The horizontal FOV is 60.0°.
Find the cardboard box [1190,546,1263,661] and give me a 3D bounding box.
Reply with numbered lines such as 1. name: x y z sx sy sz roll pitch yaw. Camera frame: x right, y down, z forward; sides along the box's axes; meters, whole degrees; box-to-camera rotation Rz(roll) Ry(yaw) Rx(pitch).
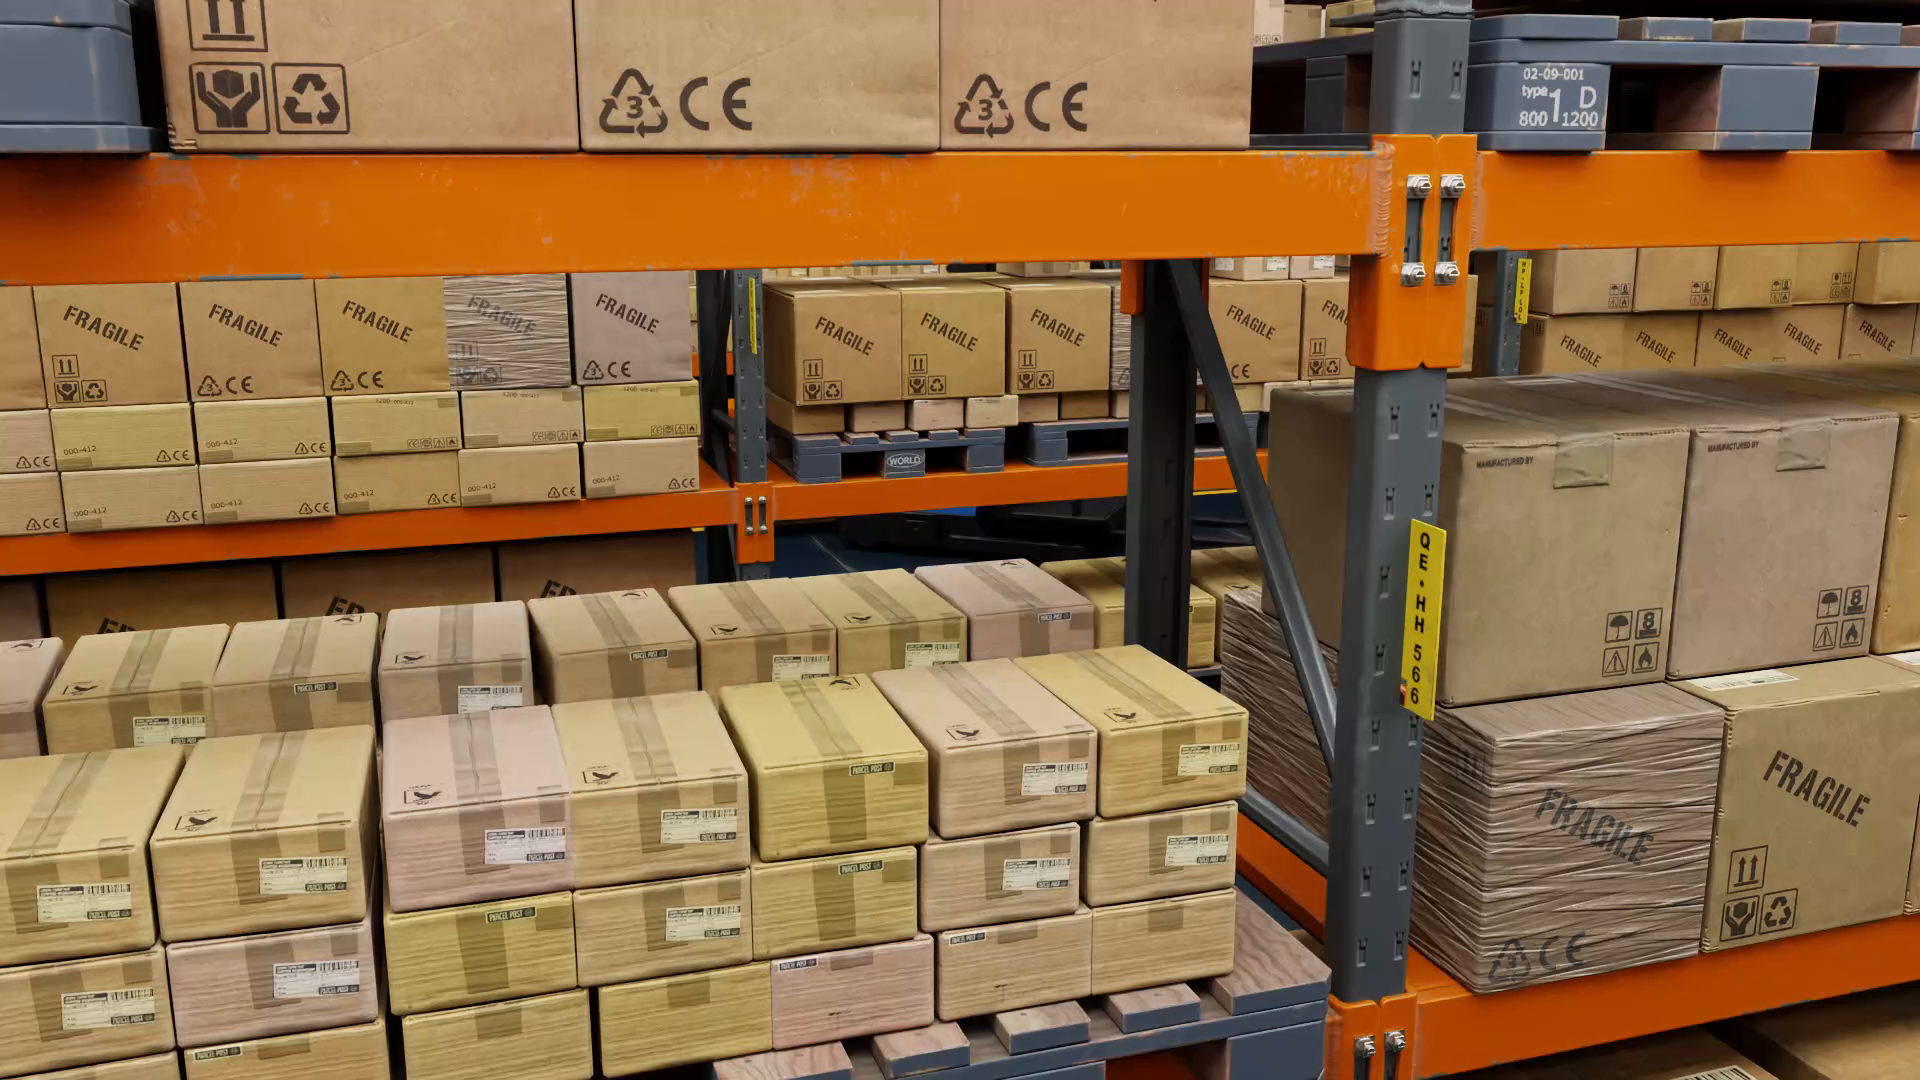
1. cardboard box: 1.526 0.333 9.031 0.625 0.372 0.950 -4 14 -15

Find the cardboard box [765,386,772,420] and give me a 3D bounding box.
1. cardboard box: -0.853 -0.697 8.225 0.250 0.149 0.380 -4 14 -16

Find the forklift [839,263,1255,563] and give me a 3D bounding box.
1. forklift: 0.706 -1.365 11.548 3.031 2.935 1.130 5 14 19

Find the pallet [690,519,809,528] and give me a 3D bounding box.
1. pallet: -1.882 -0.323 13.043 1.213 0.211 1.003 -4 14 -18

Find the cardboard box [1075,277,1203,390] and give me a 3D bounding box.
1. cardboard box: 0.881 -1.035 8.244 0.500 0.500 0.500 -5 14 -20

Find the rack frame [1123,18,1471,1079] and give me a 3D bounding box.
1. rack frame: 0.586 0.539 3.393 0.127 3.000 1.000 -4 14 -18

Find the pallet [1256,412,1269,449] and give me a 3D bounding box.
1. pallet: 1.932 -0.716 9.086 1.213 0.211 1.003 -4 14 -18

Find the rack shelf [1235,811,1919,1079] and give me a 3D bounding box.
1. rack shelf: 2.482 0.742 4.097 4.000 0.370 1.077 -4 14 -18

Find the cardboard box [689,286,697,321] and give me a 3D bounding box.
1. cardboard box: -2.168 -1.771 12.350 0.500 0.250 0.500 -4 14 -18

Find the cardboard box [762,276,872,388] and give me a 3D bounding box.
1. cardboard box: -0.746 -1.031 8.228 0.500 0.500 0.500 -5 14 -20

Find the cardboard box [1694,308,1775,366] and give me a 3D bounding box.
1. cardboard box: 4.157 -1.075 9.321 0.500 0.500 0.500 -5 14 -19

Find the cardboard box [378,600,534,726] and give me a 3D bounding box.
1. cardboard box: -0.908 0.237 3.014 0.250 0.149 0.380 -4 14 -15

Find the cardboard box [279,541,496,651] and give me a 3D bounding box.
1. cardboard box: -2.616 0.388 7.712 0.875 0.875 0.875 -4 14 -17

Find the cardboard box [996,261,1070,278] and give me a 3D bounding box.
1. cardboard box: 0.372 -1.435 8.524 0.250 0.149 0.380 -5 14 -21

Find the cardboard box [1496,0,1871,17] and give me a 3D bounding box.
1. cardboard box: 1.342 -1.135 3.018 0.500 0.311 0.500 -4 14 -18

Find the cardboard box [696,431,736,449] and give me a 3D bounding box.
1. cardboard box: -2.079 -0.719 12.908 0.625 0.625 0.875 -4 14 -16

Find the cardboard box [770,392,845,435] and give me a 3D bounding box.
1. cardboard box: -0.721 -0.604 7.835 0.250 0.149 0.380 -5 14 -21

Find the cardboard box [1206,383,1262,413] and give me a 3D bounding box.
1. cardboard box: 1.332 -0.745 8.430 0.250 0.149 0.380 -4 14 -18

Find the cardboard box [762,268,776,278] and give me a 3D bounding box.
1. cardboard box: -1.547 -2.017 12.522 0.250 0.149 0.380 -4 14 -17

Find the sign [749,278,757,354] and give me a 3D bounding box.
1. sign: -0.908 -0.981 7.281 0.005 0.325 0.100 -4 14 -18

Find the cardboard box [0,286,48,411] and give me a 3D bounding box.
1. cardboard box: -3.897 -0.792 6.612 0.500 0.500 0.500 -5 14 -18

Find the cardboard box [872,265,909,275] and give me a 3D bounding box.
1. cardboard box: -0.565 -2.075 12.767 0.250 0.149 0.380 -5 14 -20

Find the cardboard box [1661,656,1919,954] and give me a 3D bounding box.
1. cardboard box: 1.579 0.479 3.432 0.500 0.500 0.500 -5 14 -19

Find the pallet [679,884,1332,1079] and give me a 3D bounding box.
1. pallet: -0.055 0.709 3.096 1.003 0.211 1.213 -4 14 -18

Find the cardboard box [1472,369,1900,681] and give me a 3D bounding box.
1. cardboard box: 1.494 -0.064 3.554 0.500 0.500 0.700 -5 14 -19

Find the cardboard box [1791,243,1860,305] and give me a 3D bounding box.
1. cardboard box: 4.630 -1.621 9.456 0.500 0.500 0.700 -5 14 -18

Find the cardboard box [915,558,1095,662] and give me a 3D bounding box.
1. cardboard box: 0.082 0.160 3.338 0.250 0.149 0.380 -4 14 -18

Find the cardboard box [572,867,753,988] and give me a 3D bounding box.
1. cardboard box: -0.475 0.507 2.520 0.250 0.149 0.380 -4 14 -18

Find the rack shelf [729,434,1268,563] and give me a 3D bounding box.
1. rack shelf: 0.807 -0.336 8.629 4.000 0.370 1.077 -4 14 -18

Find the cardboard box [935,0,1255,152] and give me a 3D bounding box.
1. cardboard box: 0.126 -0.871 2.623 0.500 0.500 0.500 -4 14 -18

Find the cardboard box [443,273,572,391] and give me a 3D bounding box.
1. cardboard box: -1.978 -0.939 7.230 0.500 0.500 0.500 -4 14 -17

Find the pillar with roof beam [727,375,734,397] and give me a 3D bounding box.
1. pillar with roof beam: -0.354 -3.895 9.073 0.400 9.000 9.100 -4 14 -18

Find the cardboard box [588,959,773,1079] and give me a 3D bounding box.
1. cardboard box: -0.452 0.649 2.567 0.250 0.149 0.380 -5 14 -19

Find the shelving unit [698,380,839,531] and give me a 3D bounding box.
1. shelving unit: -1.354 -0.613 12.287 1.048 1.125 0.538 -5 14 -18

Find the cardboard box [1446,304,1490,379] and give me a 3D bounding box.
1. cardboard box: 3.045 -1.115 9.488 0.500 0.500 0.500 -5 14 -20

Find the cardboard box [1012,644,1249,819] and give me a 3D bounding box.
1. cardboard box: 0.268 0.305 2.730 0.250 0.149 0.380 -5 14 -20

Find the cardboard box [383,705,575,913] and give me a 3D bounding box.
1. cardboard box: -0.701 0.379 2.417 0.250 0.149 0.380 -4 14 -18

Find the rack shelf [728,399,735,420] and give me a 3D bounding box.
1. rack shelf: -1.354 -0.897 12.220 1.000 0.278 0.538 -5 14 -18

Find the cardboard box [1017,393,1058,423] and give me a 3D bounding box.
1. cardboard box: 0.303 -0.678 8.148 0.250 0.149 0.380 -4 14 -15

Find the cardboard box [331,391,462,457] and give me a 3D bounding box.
1. cardboard box: -2.430 -0.537 7.160 0.500 0.250 0.500 -5 14 -20

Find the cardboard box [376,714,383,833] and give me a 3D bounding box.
1. cardboard box: -1.156 0.400 2.973 0.250 0.149 0.380 -5 14 -19

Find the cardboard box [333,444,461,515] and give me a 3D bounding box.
1. cardboard box: -2.446 -0.297 7.232 0.500 0.250 0.500 -5 14 -19

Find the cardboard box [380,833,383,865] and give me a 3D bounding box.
1. cardboard box: -1.158 0.544 3.007 0.250 0.149 0.380 -4 14 -17

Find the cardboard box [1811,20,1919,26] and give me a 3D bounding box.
1. cardboard box: 2.145 -1.411 3.771 0.500 0.500 0.500 -4 14 -18
